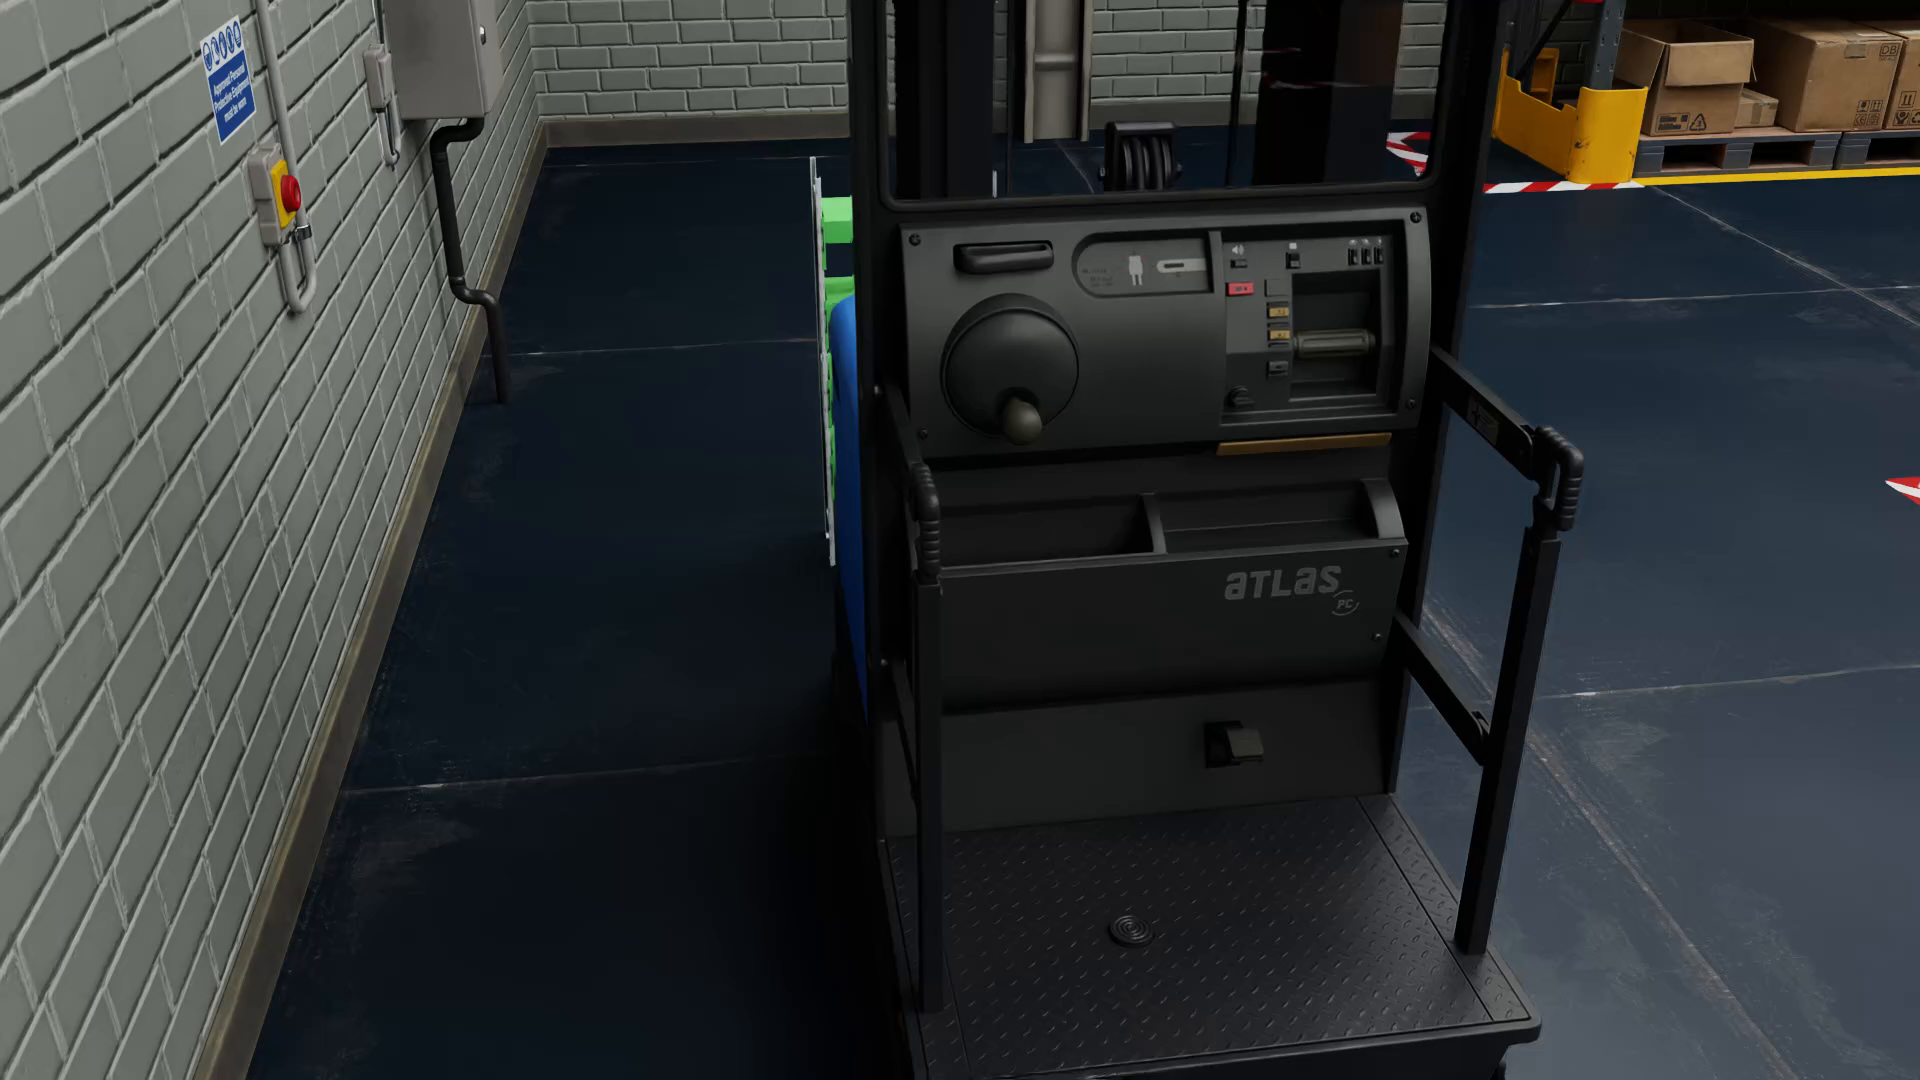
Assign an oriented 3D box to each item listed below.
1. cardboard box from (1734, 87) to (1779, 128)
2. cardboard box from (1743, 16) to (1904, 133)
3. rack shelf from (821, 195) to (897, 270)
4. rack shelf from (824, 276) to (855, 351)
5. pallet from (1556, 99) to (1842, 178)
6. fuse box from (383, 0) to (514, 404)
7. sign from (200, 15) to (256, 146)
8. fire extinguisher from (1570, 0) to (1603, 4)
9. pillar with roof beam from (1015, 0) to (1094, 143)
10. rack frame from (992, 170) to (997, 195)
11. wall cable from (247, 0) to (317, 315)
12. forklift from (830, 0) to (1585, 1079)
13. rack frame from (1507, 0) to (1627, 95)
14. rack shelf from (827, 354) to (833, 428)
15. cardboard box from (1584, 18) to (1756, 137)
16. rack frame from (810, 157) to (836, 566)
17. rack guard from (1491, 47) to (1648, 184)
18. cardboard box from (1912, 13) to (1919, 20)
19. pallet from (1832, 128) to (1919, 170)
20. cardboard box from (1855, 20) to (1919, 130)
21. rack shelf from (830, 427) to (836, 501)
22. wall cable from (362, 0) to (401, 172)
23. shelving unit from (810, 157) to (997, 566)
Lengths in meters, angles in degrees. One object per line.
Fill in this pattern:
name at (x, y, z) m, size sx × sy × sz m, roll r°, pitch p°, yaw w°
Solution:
cardboard box at (4.389, -2.449, 9.401) m, size 0.250 × 0.149 × 0.380 m, roll -5°, pitch 28°, yaw -9°
cardboard box at (4.815, -2.633, 9.374) m, size 0.500 × 0.500 × 0.700 m, roll -3°, pitch 27°, yaw -5°
rack shelf at (-0.164, -0.893, 4.766) m, size 0.480 × 0.148 × 0.258 m, roll -4°, pitch 27°, yaw -7°
rack shelf at (-0.164, -0.680, 4.875) m, size 0.480 × 0.148 × 0.258 m, roll -4°, pitch 27°, yaw -7°
pallet at (4.209, -2.341, 9.581) m, size 1.213 × 0.211 × 1.003 m, roll -4°, pitch 27°, yaw -7°
fuse box at (-1.689, -1.298, 5.906) m, size 0.414 × 1.711 × 0.539 m, roll -4°, pitch 27°, yaw -7°
sign at (-1.595, -1.007, 3.631) m, size 0.001 × 0.218 × 0.327 m, roll -4°, pitch 27°, yaw -7°
fire extinguisher at (3.263, -3.107, 8.513) m, size 0.183 × 0.674 × 0.296 m, roll -4°, pitch 27°, yaw -7°
pillar with roof beam at (1.148, -4.485, 4.133) m, size 0.400 × 9.000 × 9.100 m, roll -4°, pitch 27°, yaw -7°
rack frame at (0.078, -0.539, 4.986) m, size 0.015 × 1.200 × 0.240 m, roll -4°, pitch 27°, yaw -7°
wall cable at (-1.541, -1.379, 3.504) m, size 0.123 × 1.953 × 0.585 m, roll -4°, pitch 27°, yaw -7°
forklift at (0.398, -0.333, 2.688) m, size 1.130 × 2.935 × 3.031 m, roll -4°, pitch 27°, yaw -8°
rack frame at (3.344, -3.526, 8.835) m, size 0.127 × 3.000 × 1.000 m, roll -4°, pitch 27°, yaw -7°
rack shelf at (-0.164, -0.466, 4.985) m, size 0.480 × 0.148 × 0.258 m, roll -4°, pitch 27°, yaw -7°
cardboard box at (3.963, -2.598, 9.302) m, size 0.637 × 0.503 × 0.797 m, roll -5°, pitch 28°, yaw -9°
rack frame at (-0.406, -0.508, 4.925) m, size 0.015 × 1.200 × 0.240 m, roll -4°, pitch 27°, yaw -7°
rack guard at (3.419, -2.418, 9.415) m, size 0.348 × 0.500 × 1.175 m, roll -4°, pitch 27°, yaw -7°
cardboard box at (5.843, -2.699, 9.503) m, size 0.500 × 0.500 × 0.700 m, roll -5°, pitch 28°, yaw -9°
pallet at (5.414, -2.417, 9.729) m, size 1.213 × 0.211 × 1.003 m, roll -4°, pitch 27°, yaw -7°
cardboard box at (5.352, -2.621, 9.351) m, size 0.500 × 0.500 × 0.500 m, roll -3°, pitch 27°, yaw -6°
rack shelf at (-0.164, -0.253, 5.094) m, size 0.480 × 0.148 × 0.258 m, roll -4°, pitch 27°, yaw -7°
wall cable at (-1.750, -2.005, 4.759) m, size 0.122 × 1.984 × 0.588 m, roll -4°, pitch 27°, yaw -7°
shelving unit at (-0.164, -0.523, 4.956) m, size 0.503 × 1.200 × 0.258 m, roll -4°, pitch 27°, yaw -7°
